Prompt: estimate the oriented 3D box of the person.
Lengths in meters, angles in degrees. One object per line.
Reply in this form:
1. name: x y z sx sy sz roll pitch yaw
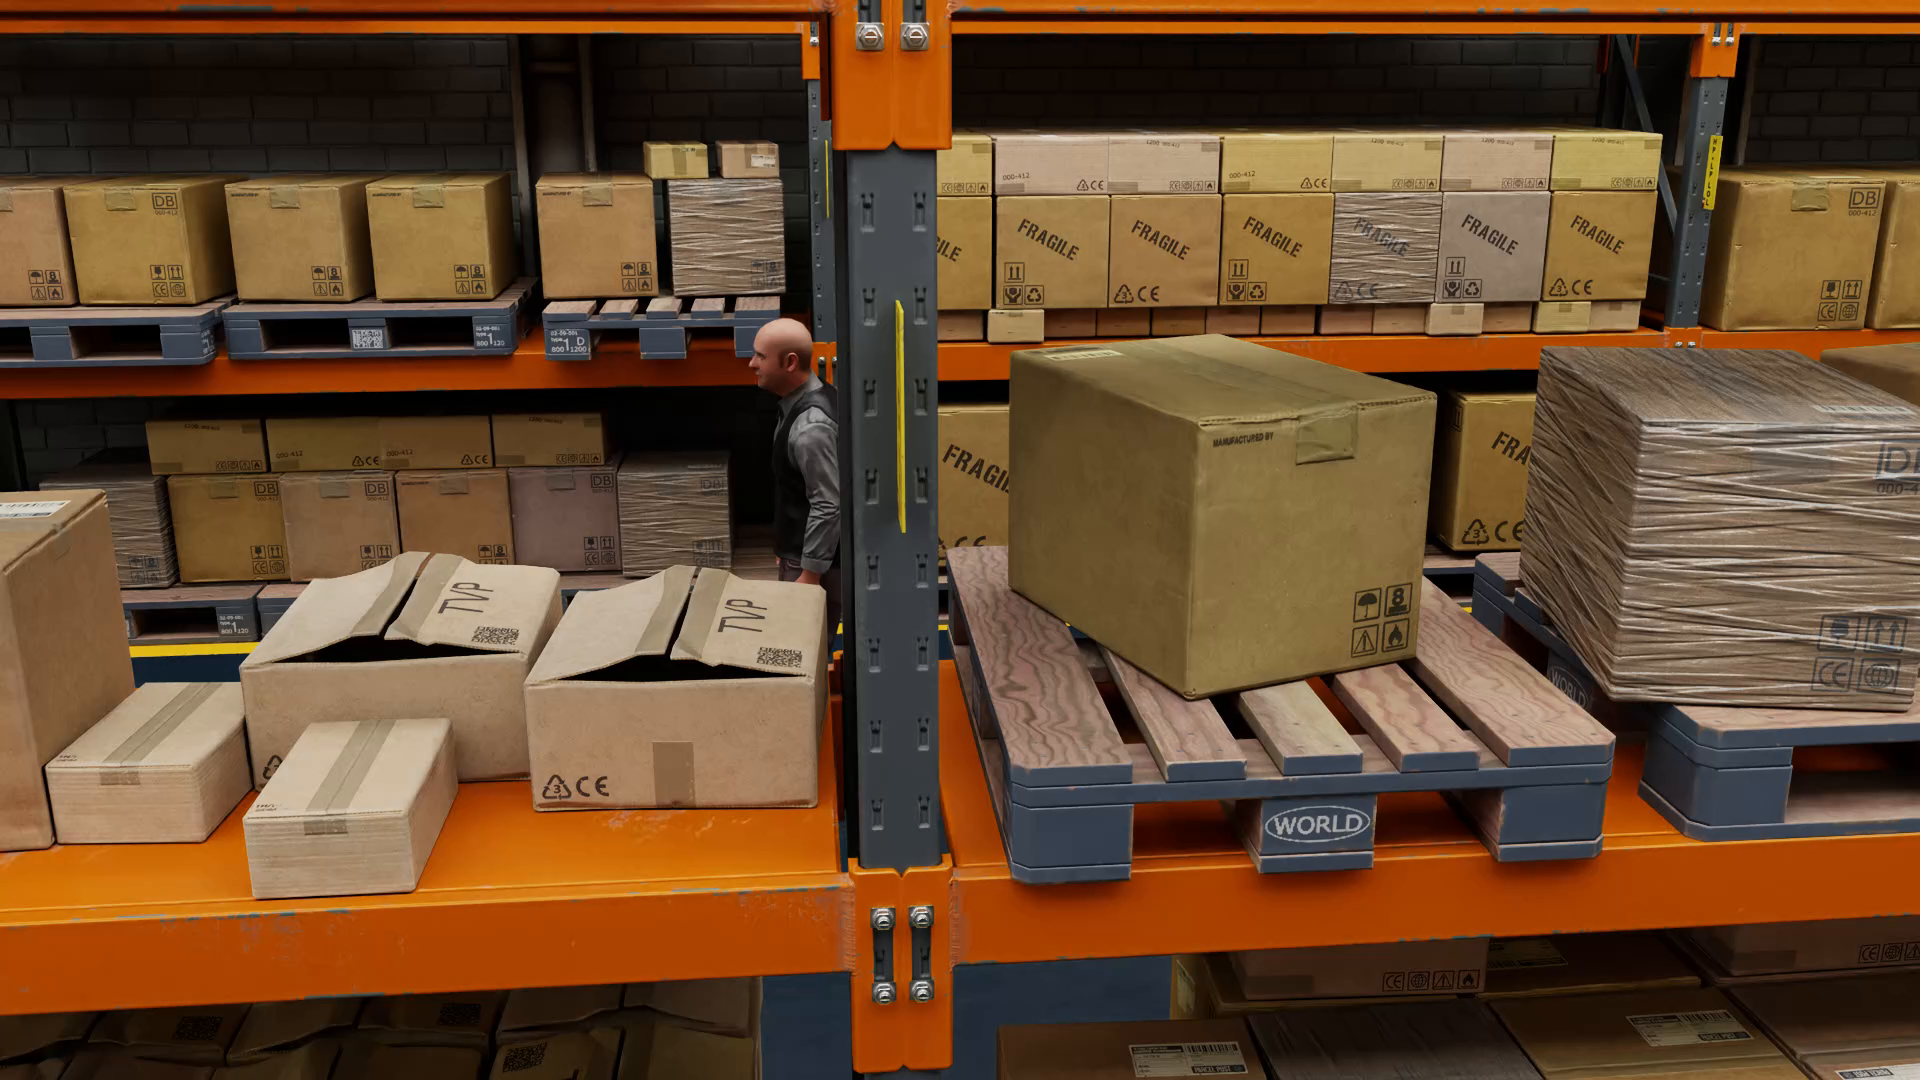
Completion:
1. person: -0.516 0.073 5.837 0.424 1.720 0.592 -3 17 -9
